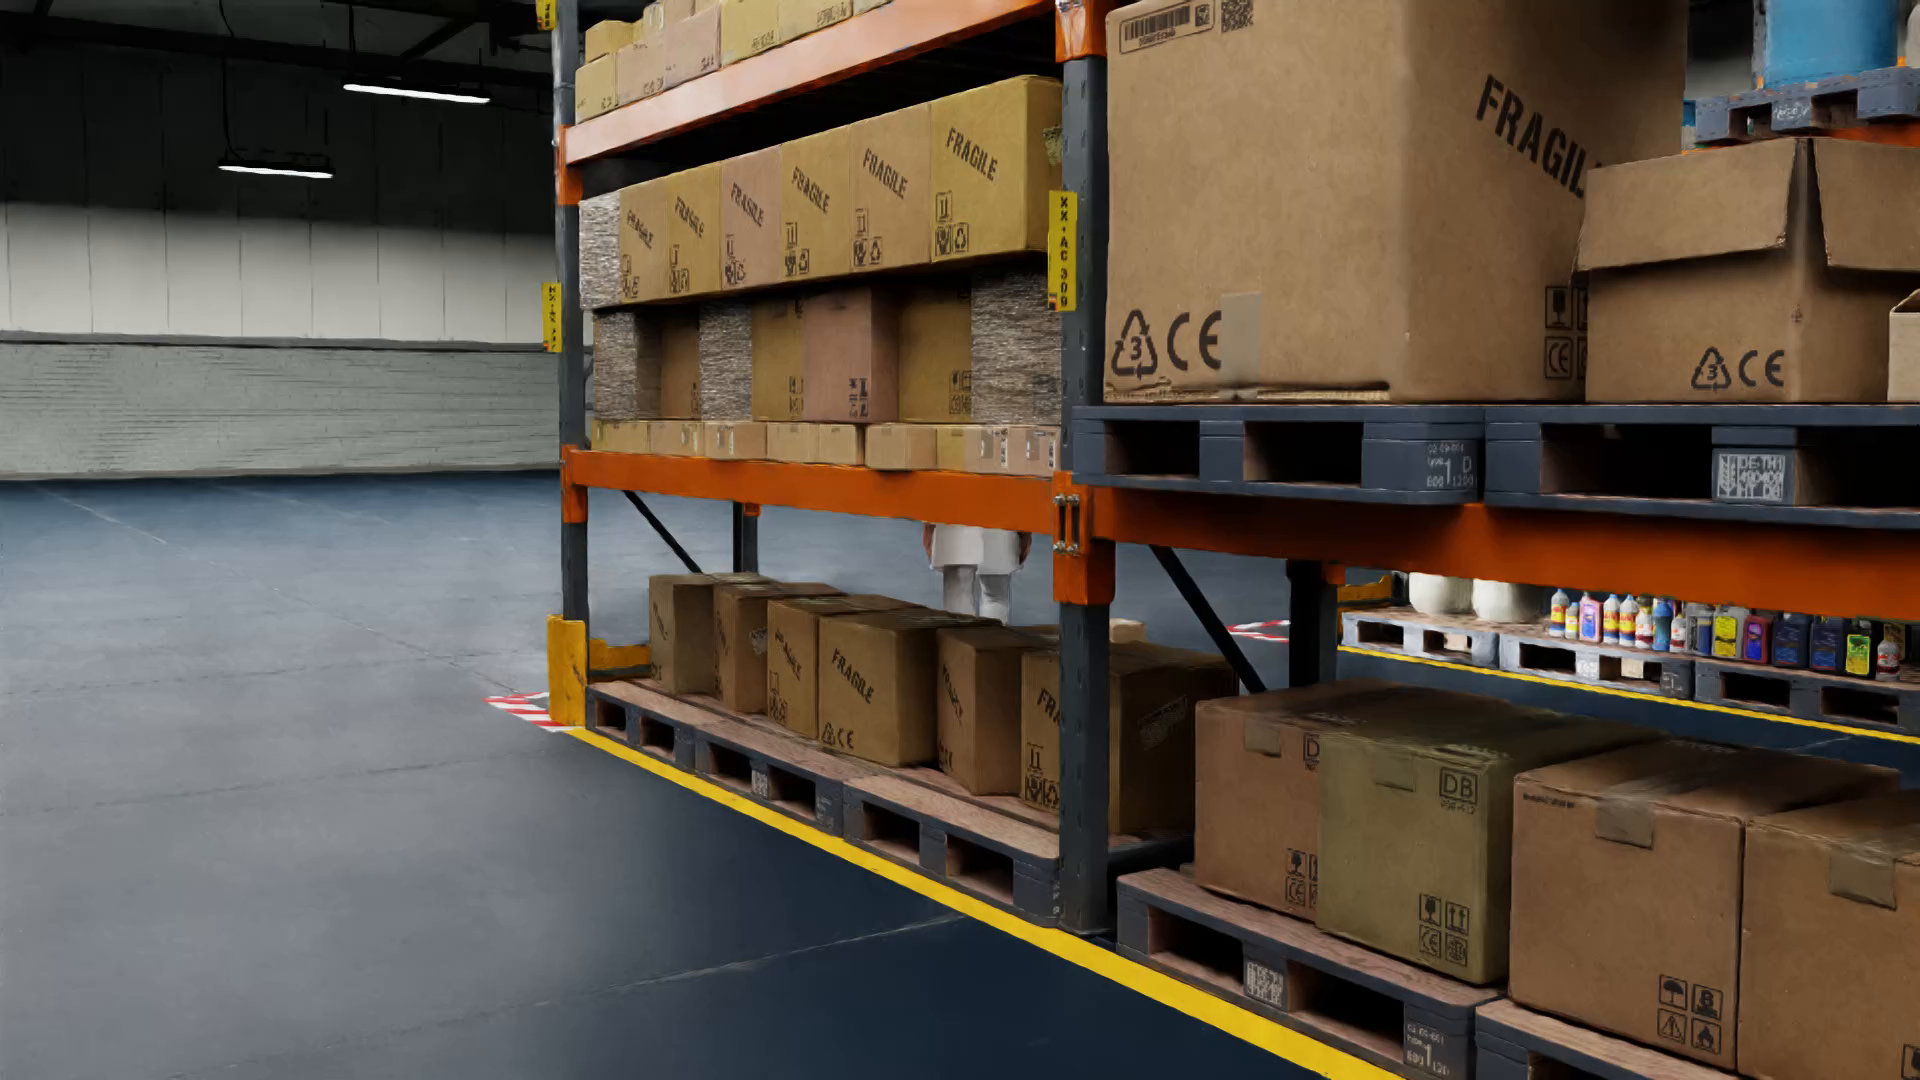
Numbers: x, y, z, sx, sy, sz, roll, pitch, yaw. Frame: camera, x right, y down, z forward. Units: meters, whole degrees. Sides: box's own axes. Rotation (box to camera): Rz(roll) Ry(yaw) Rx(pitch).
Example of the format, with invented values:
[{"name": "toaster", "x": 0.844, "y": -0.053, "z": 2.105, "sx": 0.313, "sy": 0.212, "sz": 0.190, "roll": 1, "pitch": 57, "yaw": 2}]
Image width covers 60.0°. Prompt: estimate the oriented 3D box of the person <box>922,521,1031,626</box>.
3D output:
[{"name": "person", "x": 0.089, "y": -0.063, "z": 8.568, "sx": 0.611, "sy": 1.768, "sz": 0.634, "roll": 0, "pitch": 5, "yaw": -2}]
